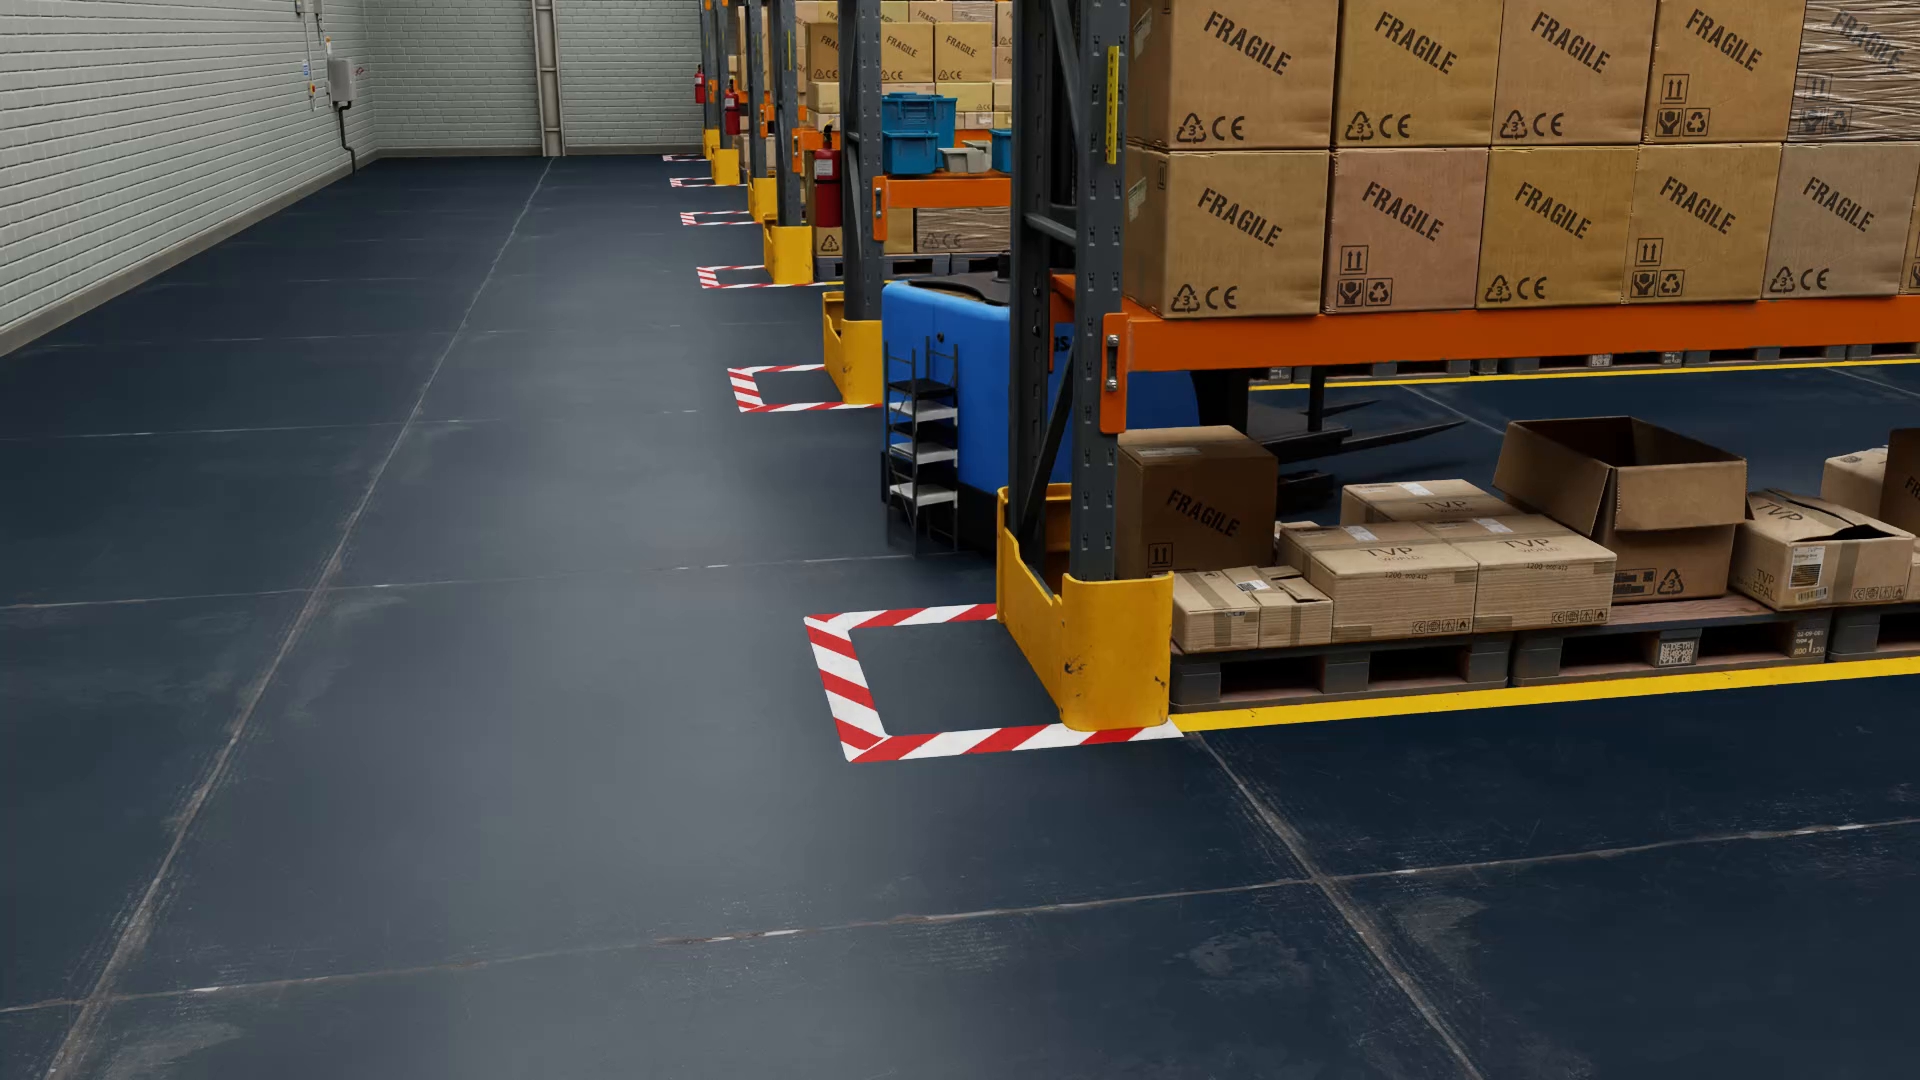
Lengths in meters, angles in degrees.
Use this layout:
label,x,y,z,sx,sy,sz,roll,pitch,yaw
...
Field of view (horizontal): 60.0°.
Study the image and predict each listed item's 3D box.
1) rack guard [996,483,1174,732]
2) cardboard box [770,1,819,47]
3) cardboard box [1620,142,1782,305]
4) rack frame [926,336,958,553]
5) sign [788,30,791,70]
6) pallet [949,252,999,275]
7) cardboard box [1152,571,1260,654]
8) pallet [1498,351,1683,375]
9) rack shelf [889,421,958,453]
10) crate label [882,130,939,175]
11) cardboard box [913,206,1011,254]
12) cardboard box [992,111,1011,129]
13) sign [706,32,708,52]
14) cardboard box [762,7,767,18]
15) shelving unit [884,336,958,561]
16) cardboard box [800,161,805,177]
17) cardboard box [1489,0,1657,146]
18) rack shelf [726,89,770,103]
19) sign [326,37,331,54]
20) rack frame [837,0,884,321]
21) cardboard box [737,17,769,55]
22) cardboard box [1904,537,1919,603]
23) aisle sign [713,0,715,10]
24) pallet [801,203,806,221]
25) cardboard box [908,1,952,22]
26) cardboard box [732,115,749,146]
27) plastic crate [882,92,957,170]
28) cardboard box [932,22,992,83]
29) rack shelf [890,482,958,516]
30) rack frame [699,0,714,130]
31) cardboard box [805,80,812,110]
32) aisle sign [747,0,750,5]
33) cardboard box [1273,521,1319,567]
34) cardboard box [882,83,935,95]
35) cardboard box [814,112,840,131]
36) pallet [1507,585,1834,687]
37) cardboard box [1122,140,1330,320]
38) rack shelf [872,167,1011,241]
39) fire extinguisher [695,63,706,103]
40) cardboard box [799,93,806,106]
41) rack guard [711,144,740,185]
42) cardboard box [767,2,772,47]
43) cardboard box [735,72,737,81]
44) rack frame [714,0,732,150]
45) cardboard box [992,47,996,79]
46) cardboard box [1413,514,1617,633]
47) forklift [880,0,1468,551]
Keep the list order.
label,x,y,z,sx,sy,sz,roll,pitch,yaw
rack guard,0.407,0.198,5.797,0.348,0.500,1.175,-3,17,-10
cardboard box,-1.893,-5.900,19.016,0.500,0.500,0.500,-3,17,-11
cardboard box,2.308,-1.073,5.511,0.500,0.500,0.500,-3,17,-10
rack frame,-0.077,-0.405,7.080,0.006,0.900,0.240,-11,20,-31
sign,-1.443,-4.140,14.054,0.005,0.325,0.100,-3,17,-10
pallet,0.423,-2.649,15.561,1.213,0.211,1.003,-3,17,-10
cardboard box,0.809,0.236,5.524,0.250,0.149,0.380,-3,17,-10
pallet,4.090,-1.341,11.302,1.213,0.211,1.003,-3,17,-10
rack shelf,-0.163,-0.443,7.010,0.200,0.077,0.258,-11,20,-31
crate label,-0.298,-2.288,9.818,0.303,0.233,0.416,-3,17,-10
cardboard box,-0.036,-3.143,15.321,0.875,0.875,0.875,-3,17,-10
cardboard box,0.378,-3.739,14.787,0.250,0.149,0.380,-4,17,-12
sign,-4.265,-8.393,28.038,0.005,0.325,0.100,-3,17,-10
cardboard box,-2.778,-7.516,23.678,0.250,0.149,0.380,-3,17,-9
shelving unit,-0.163,-0.388,7.027,0.210,0.900,0.258,-11,20,-31
cardboard box,-1.806,-4.337,19.434,0.250,0.149,0.380,-4,18,-13
cardboard box,1.822,-1.524,5.276,0.500,0.500,0.500,-3,17,-10
rack shelf,-1.459,-6.472,24.484,4.000,0.370,1.077,-3,17,-10
sign,-9.403,-7.365,24.759,0.001,0.242,0.339,-3,17,-10
rack frame,-0.603,-2.420,10.066,0.127,3.000,1.000,-3,17,-10
cardboard box,-2.897,-7.175,23.674,0.500,0.500,0.500,-4,17,-12
cardboard box,3.398,0.089,6.002,0.250,0.149,0.380,-3,17,-10
aisle sign,-3.552,-8.033,23.912,0.004,0.787,0.394,-3,17,-10
pallet,-1.506,-3.990,19.926,1.213,0.211,1.003,-3,17,-10
cardboard box,-0.385,-5.982,19.282,0.500,0.500,0.500,-4,17,-12
cardboard box,-3.750,-7.150,29.001,0.637,0.503,0.797,-4,18,-13
plastic crate,-0.310,-2.538,10.288,0.499,0.435,0.616,-3,17,-10
cardboard box,-0.022,-4.284,14.607,0.500,0.500,0.500,-4,17,-12
rack shelf,-0.163,-0.185,7.090,0.200,0.077,0.258,-11,20,-31
rack frame,-4.368,-8.136,28.674,0.127,3.000,1.000,-3,17,-10
cardboard box,-1.117,-4.022,15.030,0.500,0.250,0.500,-4,17,-11
aisle sign,-2.399,-6.436,18.712,0.004,0.787,0.394,-3,17,-10
cardboard box,1.235,0.054,6.087,0.250,0.166,0.380,-3,17,-10
cardboard box,-0.511,-3.898,14.627,0.500,0.250,0.500,-3,17,-11
cardboard box,-1.132,-3.653,14.507,0.250,0.149,0.380,-3,17,-10
pallet,2.385,0.225,6.203,1.213,0.211,1.003,-3,17,-10
cardboard box,0.818,-0.989,5.235,0.500,0.500,0.500,-3,17,-9
rack shelf,1.360,-2.188,10.535,4.000,0.370,1.077,-3,17,-10
fire extinguisher,-4.425,-7.779,28.280,0.183,0.674,0.296,-3,17,-10
cardboard box,-1.762,-5.113,19.262,0.250,0.149,0.380,-3,17,-8
rack guard,-3.446,-5.509,24.379,0.348,0.500,1.175,-3,17,-10
cardboard box,-1.982,-6.049,19.500,0.500,0.500,0.500,-4,17,-12
cardboard box,-3.752,-7.982,28.603,0.250,0.149,0.380,-3,17,-9
rack frame,-3.423,-6.705,24.016,0.127,3.000,1.000,-3,17,-10
cardboard box,0.123,-5.532,19.521,0.500,0.500,0.500,-3,17,-11
cardboard box,1.902,0.108,5.769,0.500,0.250,0.500,-3,17,-10
forklift,1.153,-1.640,7.642,3.031,2.935,1.130,-11,20,-31
